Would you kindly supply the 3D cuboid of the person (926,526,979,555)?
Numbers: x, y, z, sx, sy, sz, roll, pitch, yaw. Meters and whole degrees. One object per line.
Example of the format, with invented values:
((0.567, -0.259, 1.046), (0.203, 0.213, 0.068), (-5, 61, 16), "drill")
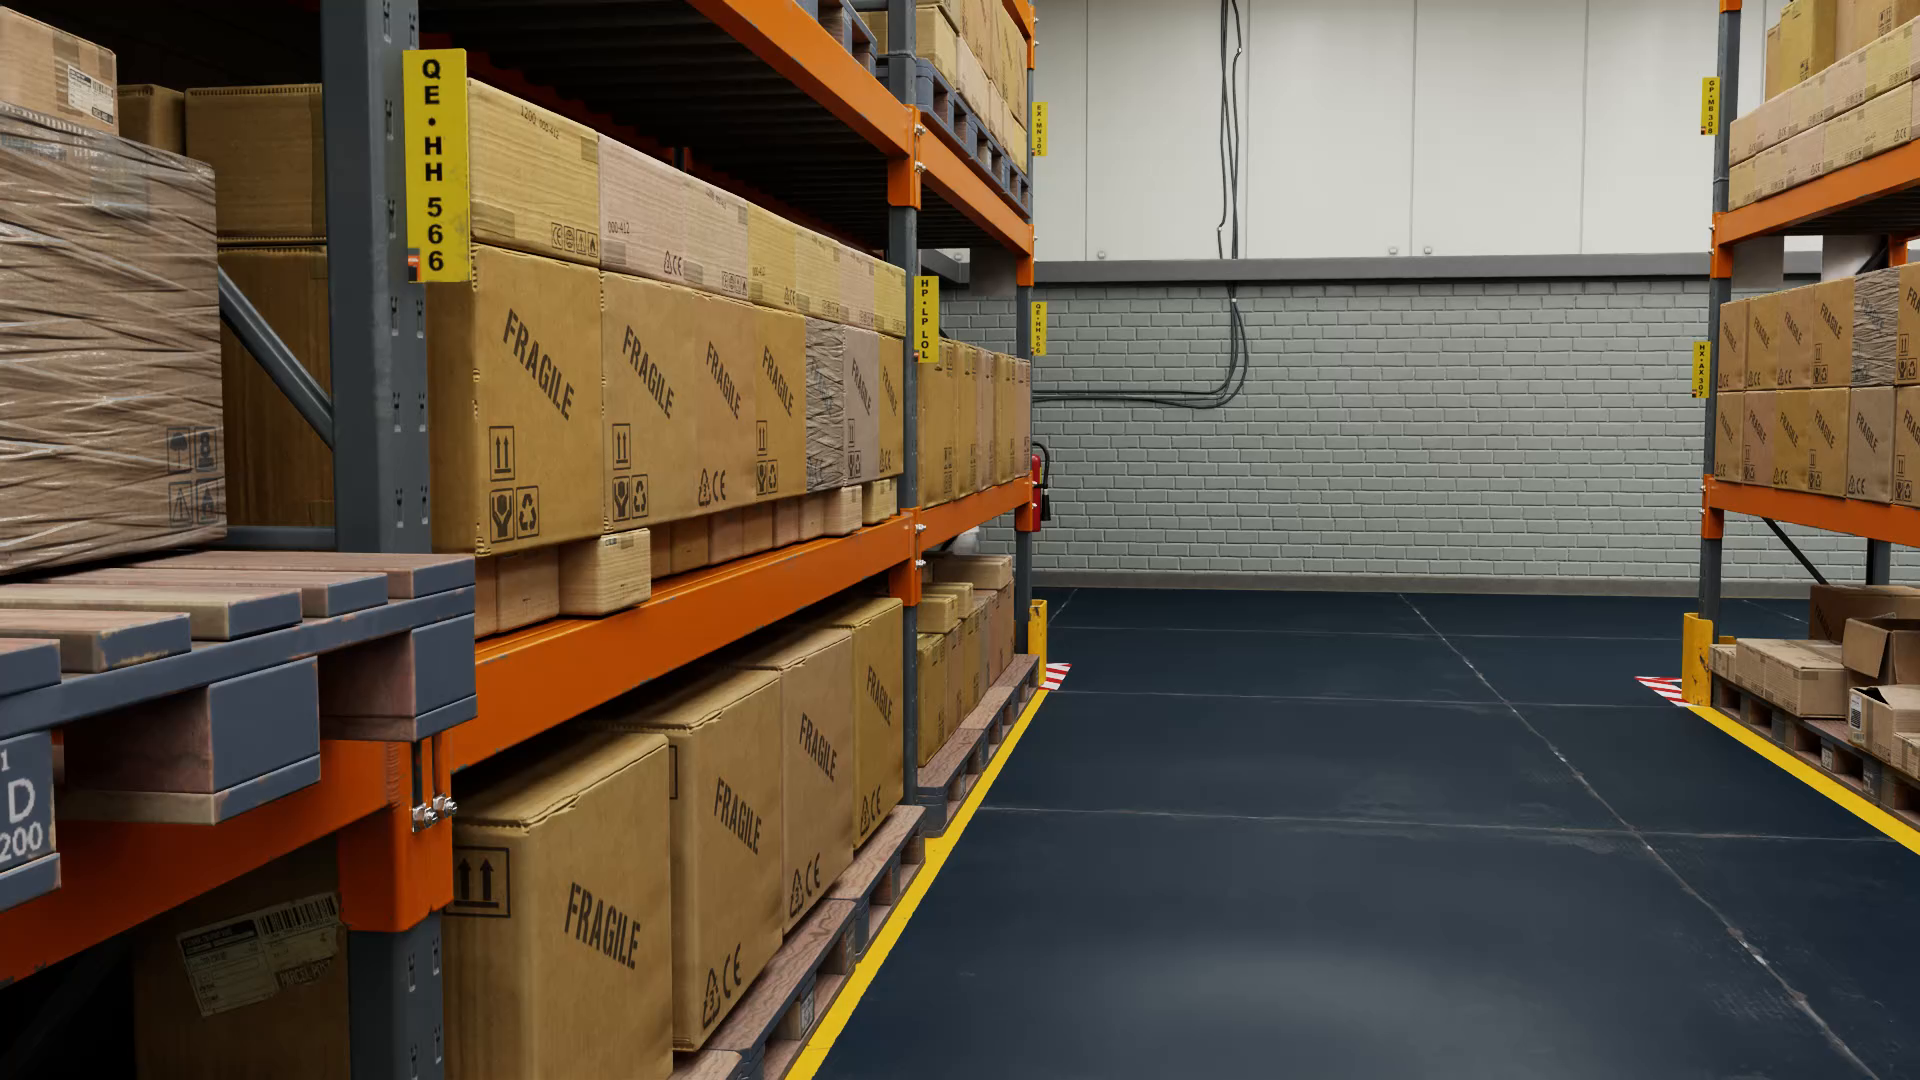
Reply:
((-0.374, 0.164, 11.981), (1.022, 1.214, 0.518), (0, 4, 6), "person")
